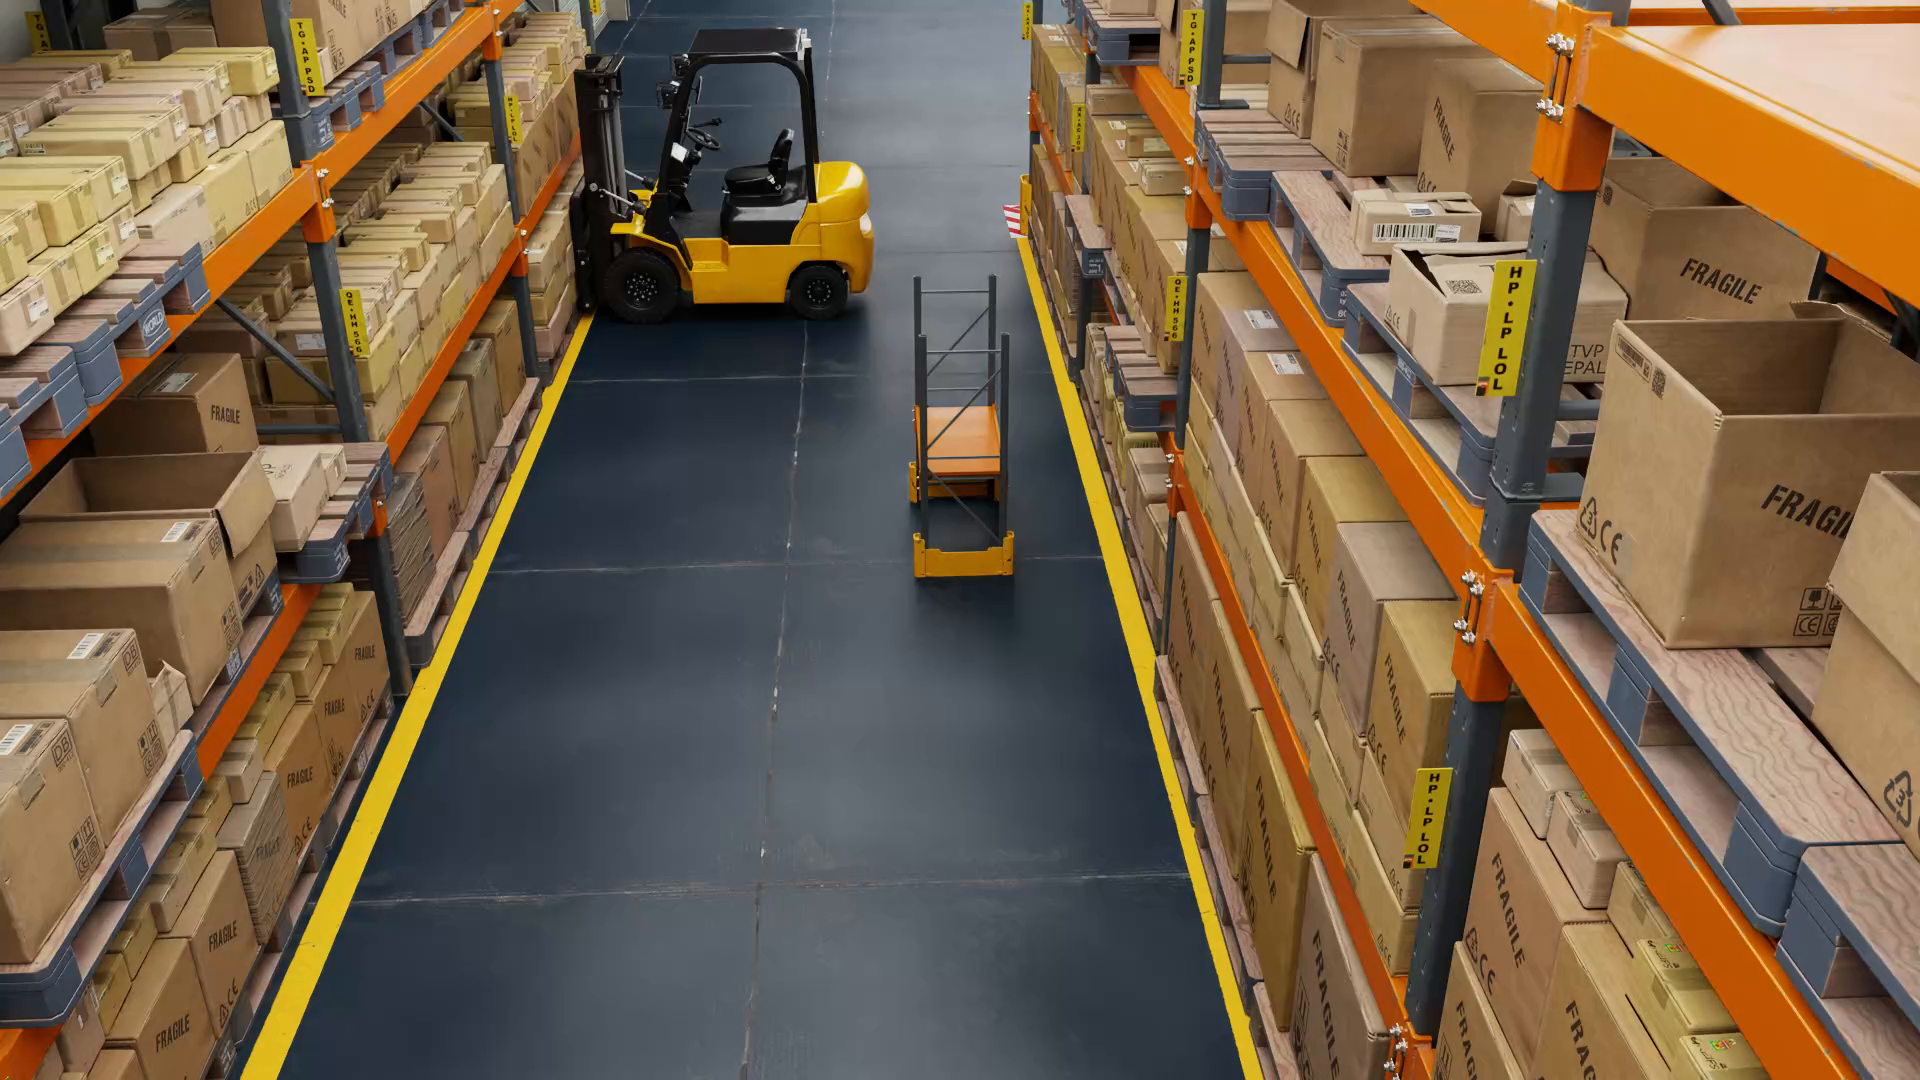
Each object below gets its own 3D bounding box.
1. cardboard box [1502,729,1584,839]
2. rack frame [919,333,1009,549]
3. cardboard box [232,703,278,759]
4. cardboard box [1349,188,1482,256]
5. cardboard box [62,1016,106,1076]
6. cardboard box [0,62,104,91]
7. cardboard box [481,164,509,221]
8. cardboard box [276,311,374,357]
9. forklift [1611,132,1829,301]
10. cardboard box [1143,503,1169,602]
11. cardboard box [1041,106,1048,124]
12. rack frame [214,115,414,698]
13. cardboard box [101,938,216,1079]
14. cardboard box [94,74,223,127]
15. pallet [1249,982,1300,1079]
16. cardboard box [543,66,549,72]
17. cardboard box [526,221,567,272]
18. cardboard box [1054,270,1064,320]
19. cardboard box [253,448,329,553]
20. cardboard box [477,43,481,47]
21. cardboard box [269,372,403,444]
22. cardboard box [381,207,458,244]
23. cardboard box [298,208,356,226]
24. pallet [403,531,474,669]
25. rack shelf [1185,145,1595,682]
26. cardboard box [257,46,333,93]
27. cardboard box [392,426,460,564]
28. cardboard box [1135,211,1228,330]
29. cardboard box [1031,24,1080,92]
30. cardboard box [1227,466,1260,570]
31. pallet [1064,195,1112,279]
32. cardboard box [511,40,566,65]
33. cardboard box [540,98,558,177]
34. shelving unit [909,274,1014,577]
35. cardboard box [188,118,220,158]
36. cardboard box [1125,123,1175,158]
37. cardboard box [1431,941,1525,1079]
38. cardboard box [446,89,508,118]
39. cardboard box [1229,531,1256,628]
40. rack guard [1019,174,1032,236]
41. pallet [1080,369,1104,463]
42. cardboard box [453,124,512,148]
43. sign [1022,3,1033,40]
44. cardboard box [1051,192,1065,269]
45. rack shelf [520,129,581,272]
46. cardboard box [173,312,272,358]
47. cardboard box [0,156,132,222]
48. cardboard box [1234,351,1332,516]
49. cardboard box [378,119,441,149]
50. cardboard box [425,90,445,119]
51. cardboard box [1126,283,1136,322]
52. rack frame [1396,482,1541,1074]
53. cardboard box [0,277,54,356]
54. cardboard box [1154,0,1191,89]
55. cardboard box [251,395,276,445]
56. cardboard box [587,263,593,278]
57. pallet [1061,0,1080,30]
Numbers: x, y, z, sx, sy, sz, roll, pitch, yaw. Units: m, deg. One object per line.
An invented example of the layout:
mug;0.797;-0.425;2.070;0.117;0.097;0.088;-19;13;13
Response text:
cardboard box;1.543;0.579;4.005;0.380;0.149;0.250;-2;28;-3
rack frame;0.022;-0.470;9.529;0.500;1.500;0.032;-1;28;-3
cardboard box;-3.105;0.819;6.983;0.380;0.149;0.250;-2;28;-3
cardboard box;1.537;-1.080;5.632;0.380;0.166;0.250;1;28;2
cardboard box;-3.016;1.660;5.370;0.380;0.149;0.250;-2;28;-4
cardboard box;-3.653;-1.801;6.625;0.380;0.149;0.250;-1;28;-2
cardboard box;-3.308;-2.305;11.048;0.500;0.250;0.500;-2;28;-4
cardboard box;-3.103;-1.010;8.132;0.380;0.149;0.250;-1;28;-1
forklift;3.929;-1.115;9.218;1.130;2.935;3.031;1;28;2
cardboard box;1.557;0.073;9.254;0.950;0.372;0.625;-3;28;-6
cardboard box;0.897;-3.707;14.386;0.380;0.149;0.250;-1;28;-2
rack frame;-3.380;-0.523;8.010;1.000;3.000;0.127;-1;28;-3
cardboard box;-3.009;1.772;5.859;0.500;0.500;0.500;-2;28;-3
cardboard box;-3.094;-1.698;6.428;0.380;0.149;0.250;-2;28;-4
pallet;1.670;2.084;6.026;1.003;0.211;1.213;-1;28;-3
cardboard box;-3.486;-3.687;13.266;0.380;0.149;0.250;-2;28;-3
cardboard box;-3.318;-2.248;12.755;0.500;0.250;0.500;-1;28;-3
cardboard box;1.031;-1.971;13.305;0.500;0.250;0.500;-2;28;-4
cardboard box;-3.002;-0.164;7.028;0.500;0.250;0.500;-3;28;-5
cardboard box;-4.034;-3.919;13.389;0.380;0.149;0.250;-2;28;-4
cardboard box;-3.159;-0.668;8.449;0.500;0.250;0.500;-1;28;-2
cardboard box;-3.162;-1.840;9.725;0.380;0.149;0.250;-2;28;-4
cardboard box;-3.752;-1.830;9.705;0.380;0.149;0.250;-1;28;-2
pallet;-3.384;0.332;9.385;1.003;0.211;1.213;-1;28;-3
rack shelf;1.681;-0.732;5.945;1.077;0.370;4.000;-1;28;-3
cardboard box;-3.095;-2.149;7.573;0.380;0.166;0.250;-1;28;-3
cardboard box;-3.441;-0.247;9.593;0.875;0.625;0.625;-1;28;-1
cardboard box;1.237;-1.449;8.901;0.500;0.500;0.500;-2;28;-3
cardboard box;0.907;-4.290;14.802;0.500;0.500;0.500;-2;28;-3
cardboard box;1.396;-0.091;6.802;0.500;0.250;0.500;-1;28;-3
pallet;1.262;-2.051;11.145;1.003;0.211;1.213;-1;28;-3
cardboard box;-3.402;-3.934;13.418;0.380;0.149;0.250;-1;28;-2
cardboard box;-3.423;-3.100;12.842;0.500;0.500;0.500;-2;28;-3
shelving unit;-0.004;-0.700;9.971;0.587;1.500;1.083;-1;28;-3
cardboard box;-3.139;-1.563;6.491;0.380;0.149;0.250;-1;28;-2
cardboard box;1.199;-2.417;10.056;0.380;0.149;0.250;0;28;0
cardboard box;1.548;1.381;4.250;0.500;0.500;0.500;-1;28;-1
cardboard box;-3.431;-3.107;11.832;0.380;0.149;0.250;-1;28;-2
cardboard box;1.417;0.133;6.914;0.500;0.250;0.500;0;28;-1
rack guard;1.163;-3.196;15.837;1.175;0.500;0.348;-1;28;-3
pallet;1.410;-0.896;11.740;1.003;0.211;1.213;-1;28;-3
cardboard box;-3.343;-2.856;11.673;0.380;0.149;0.250;-2;28;-3
sign;0.617;-4.710;15.101;0.100;0.325;0.005;-1;28;-3
cardboard box;1.013;-2.529;13.563;0.500;0.500;0.500;0;28;0
rack shelf;-3.693;-2.975;13.489;1.077;0.370;4.000;-1;28;-3
cardboard box;-3.599;-1.001;8.115;0.380;0.149;0.250;-1;28;-1
cardboard box;-2.888;-1.115;5.289;0.380;0.149;0.250;-1;28;-2
cardboard box;1.405;-0.431;6.643;0.500;0.500;0.500;-1;28;-1
cardboard box;-3.862;-2.845;11.651;0.380;0.149;0.250;-2;28;-3
cardboard box;-3.879;-3.091;11.802;0.380;0.149;0.250;-2;28;-4
cardboard box;1.147;-1.346;9.404;0.380;0.149;0.250;-1;28;-2
rack frame;1.785;1.202;4.701;1.000;3.000;0.127;-1;28;-3
cardboard box;-2.807;-0.627;4.674;0.380;0.149;0.250;-1;28;-2
cardboard box;1.468;-2.724;8.874;0.797;0.503;0.637;-1;28;-3
cardboard box;-3.659;-0.658;8.430;0.500;0.250;0.500;-2;28;-4
cardboard box;-3.375;-2.275;13.888;0.500;0.250;0.500;-1;28;-1
pallet;1.294;-3.451;10.583;1.213;0.211;1.003;-1;28;-3
